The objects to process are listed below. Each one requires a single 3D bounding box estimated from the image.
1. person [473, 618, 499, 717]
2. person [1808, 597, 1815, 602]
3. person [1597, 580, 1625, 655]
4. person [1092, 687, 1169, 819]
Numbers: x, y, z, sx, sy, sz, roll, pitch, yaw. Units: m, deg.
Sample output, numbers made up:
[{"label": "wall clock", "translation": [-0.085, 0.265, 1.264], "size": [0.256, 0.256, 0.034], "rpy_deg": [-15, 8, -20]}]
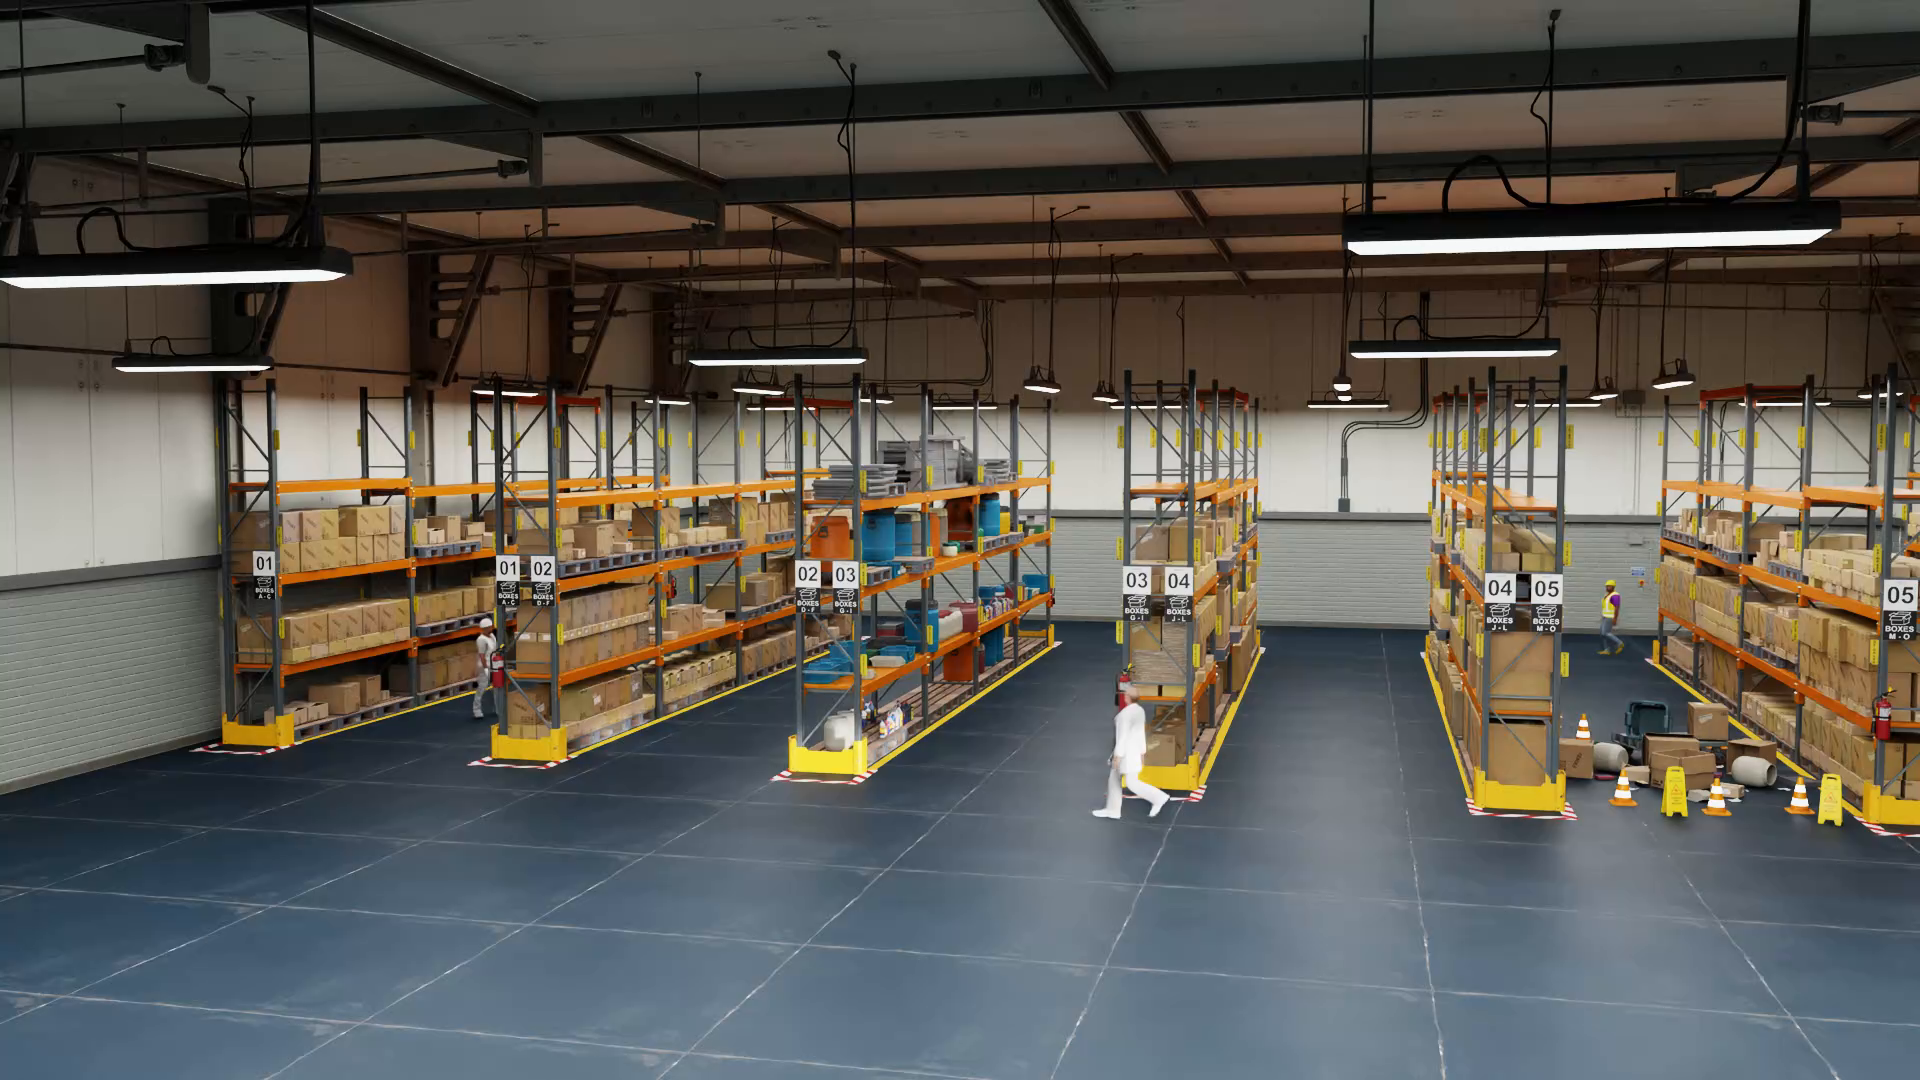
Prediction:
[{"label": "person", "translation": [-8.510, 2.321, 30.105], "size": [0.489, 1.824, 0.663], "rpy_deg": [1, 4, 20]}, {"label": "person", "translation": [19.149, 1.895, 37.619], "size": [0.917, 1.672, 0.623], "rpy_deg": [1, 4, 12]}, {"label": "person", "translation": [15.108, 1.799, 38.564], "size": [0.566, 1.753, 0.570], "rpy_deg": [1, 3, 10]}, {"label": "person", "translation": [2.258, 2.816, 21.920], "size": [0.949, 1.741, 0.538], "rpy_deg": [-1, 3, -9]}]
